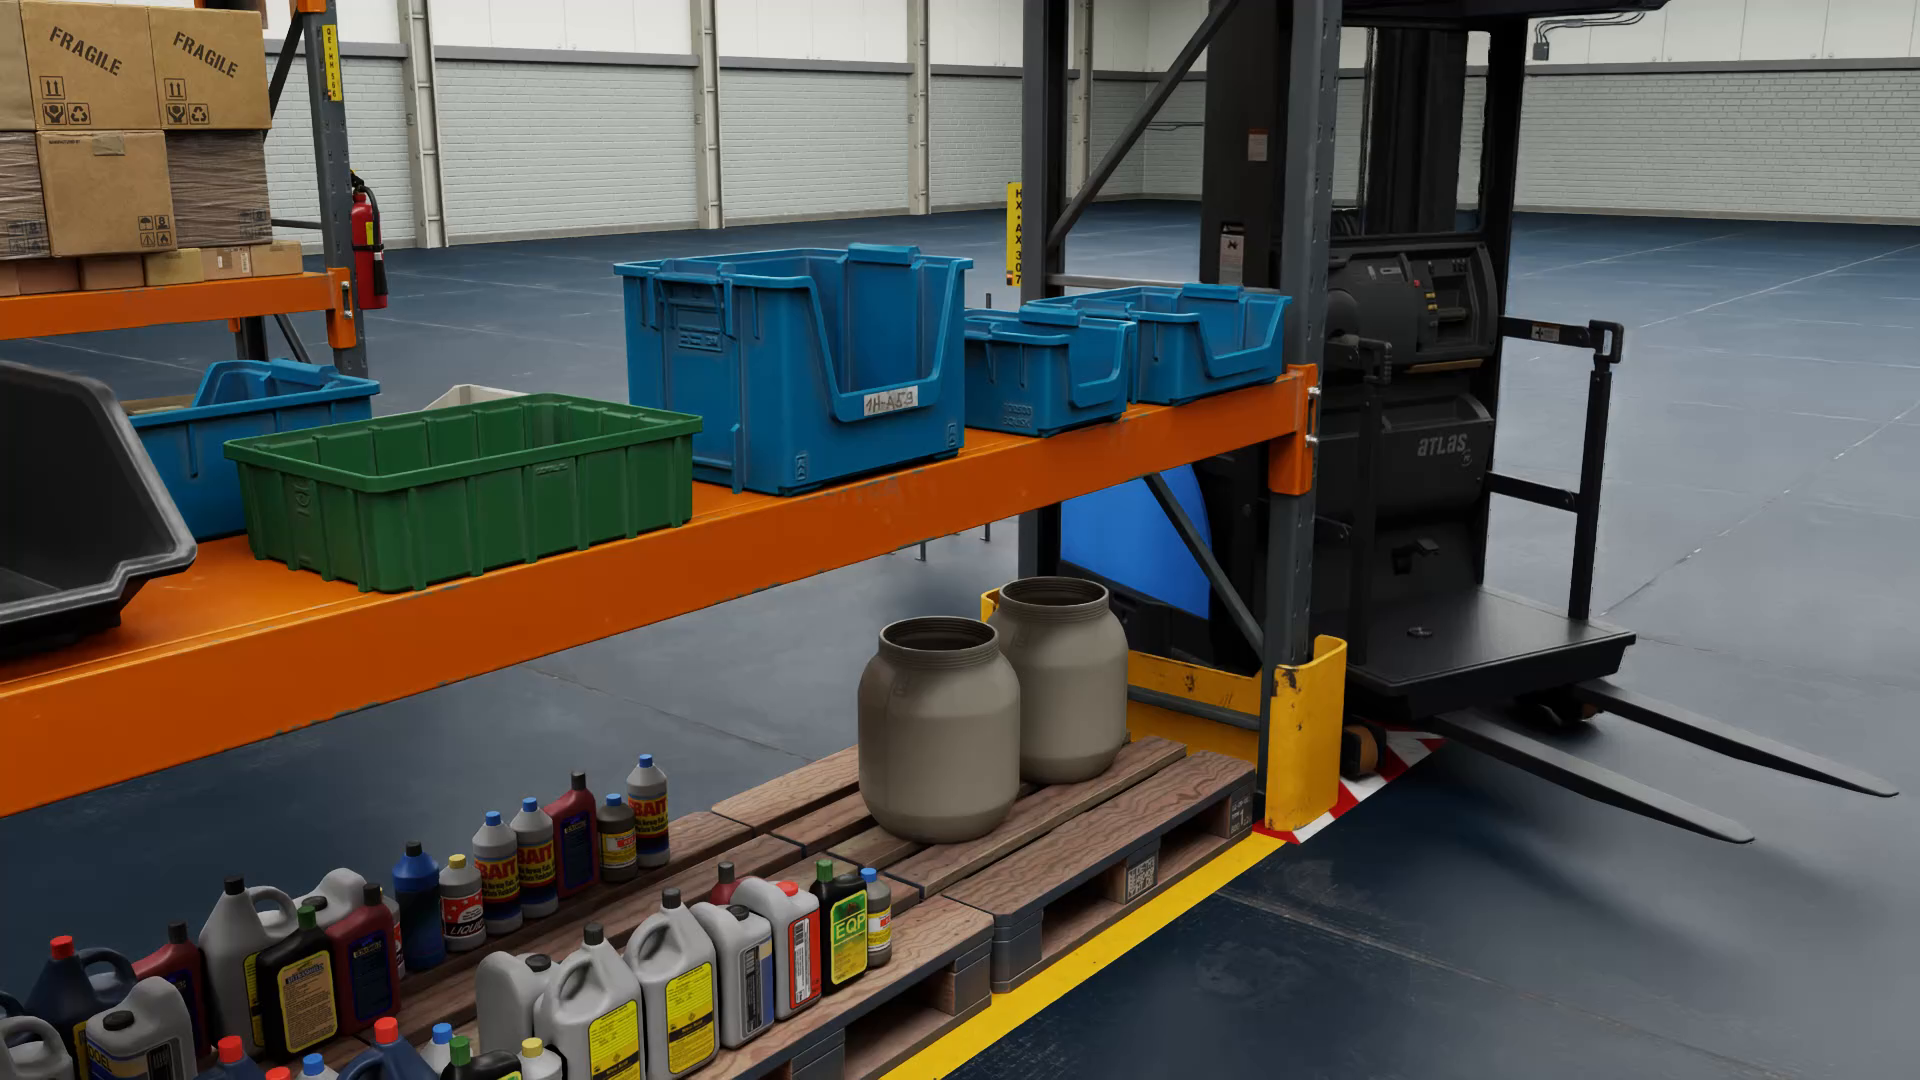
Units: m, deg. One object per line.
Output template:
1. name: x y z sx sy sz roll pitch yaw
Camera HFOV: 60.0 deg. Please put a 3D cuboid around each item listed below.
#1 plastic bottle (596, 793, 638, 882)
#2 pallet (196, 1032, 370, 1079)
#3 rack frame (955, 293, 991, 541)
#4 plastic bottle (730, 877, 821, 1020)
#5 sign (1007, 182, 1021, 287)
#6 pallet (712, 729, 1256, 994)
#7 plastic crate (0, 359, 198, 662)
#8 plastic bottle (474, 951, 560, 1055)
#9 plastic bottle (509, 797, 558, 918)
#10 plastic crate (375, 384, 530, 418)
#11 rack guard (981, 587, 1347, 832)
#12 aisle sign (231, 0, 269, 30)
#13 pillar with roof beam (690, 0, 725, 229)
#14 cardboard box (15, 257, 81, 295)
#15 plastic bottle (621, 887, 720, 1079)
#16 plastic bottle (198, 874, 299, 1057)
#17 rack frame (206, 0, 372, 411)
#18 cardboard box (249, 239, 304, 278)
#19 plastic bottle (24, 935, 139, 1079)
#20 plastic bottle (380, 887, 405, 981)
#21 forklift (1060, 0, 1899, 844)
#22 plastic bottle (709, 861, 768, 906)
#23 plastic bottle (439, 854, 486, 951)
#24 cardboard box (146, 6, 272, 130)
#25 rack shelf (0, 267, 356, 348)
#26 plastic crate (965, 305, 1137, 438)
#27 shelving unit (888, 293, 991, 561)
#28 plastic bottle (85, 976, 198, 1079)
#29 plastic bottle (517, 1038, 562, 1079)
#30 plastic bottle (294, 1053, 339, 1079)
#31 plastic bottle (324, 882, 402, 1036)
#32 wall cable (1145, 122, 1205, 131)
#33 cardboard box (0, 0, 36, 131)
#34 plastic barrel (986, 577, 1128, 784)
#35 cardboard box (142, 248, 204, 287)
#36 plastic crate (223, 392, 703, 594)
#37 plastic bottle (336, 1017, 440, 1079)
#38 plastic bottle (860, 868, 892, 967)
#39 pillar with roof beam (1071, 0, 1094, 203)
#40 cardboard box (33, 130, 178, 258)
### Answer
1. plastic bottle: -0.832 0.713 4.016 0.097 0.201 0.097 0 14 0
2. pallet: -1.444 1.246 2.789 1.003 0.211 1.213 11 18 38
3. rack frame: 0.049 -0.597 8.034 0.240 1.200 0.015 11 18 38
4. plastic bottle: -0.378 0.821 3.437 0.152 0.276 0.135 11 18 38
5. sign: 0.190 -0.969 5.284 0.100 0.325 0.005 11 18 38
6. pallet: 0.090 0.779 4.628 1.003 0.211 1.213 11 18 38
7. plastic crate: -1.471 -0.034 2.290 0.767 0.338 0.504 11 18 38
8. plastic bottle: -0.814 0.898 3.136 0.152 0.276 0.135 11 18 38
9. plastic bottle: -0.982 0.724 3.827 0.097 0.271 0.097 0 14 0
10. plastic crate: -1.075 -0.206 3.376 0.530 0.136 0.437 11 18 38
11. rack guard: 0.604 0.484 5.202 1.175 0.500 0.348 11 18 38
12. aisle sign: -3.431 -2.834 7.907 0.394 0.787 0.004 11 18 38
13. pillar with roof beam: -1.285 -9.511 27.287 9.100 9.000 0.400 11 18 38
14. cardboard box: -3.889 -1.117 6.937 0.380 0.149 0.250 11 18 38
15. plastic bottle: -0.566 0.844 3.195 0.144 0.351 0.185 12 19 40
16. plastic bottle: -1.394 0.821 3.286 0.144 0.351 0.185 11 18 37
17. rack frame: -3.237 -1.516 7.997 1.000 3.000 0.127 11 18 38
18. cardboard box: -3.256 -1.307 7.688 0.380 0.149 0.250 11 18 38
19. plastic bottle: -1.597 0.883 3.042 0.144 0.351 0.185 10 17 35
20. plastic bottle: -1.236 0.836 3.530 0.097 0.201 0.097 0 14 0
21. forklift: 1.527 -0.805 5.338 1.130 2.935 3.031 -8 16 -28
22. plastic bottle: -0.461 0.801 3.500 0.061 0.283 0.133 11 18 38
23. plastic bottle: -1.107 0.797 3.685 0.097 0.201 0.097 0 14 0
24. cardboard box: -3.390 -2.049 7.260 0.500 0.500 0.500 11 18 38
25. rack shelf: -4.494 -0.784 6.578 1.077 0.370 4.000 11 18 38
26. plastic crate: 0.121 -0.412 3.953 0.499 0.251 0.408 11 18 38
27. shelving unit: -0.104 -0.550 7.850 0.258 1.200 0.503 11 18 38
28. plastic bottle: -1.466 0.937 2.980 0.152 0.276 0.135 11 18 38
29. plastic bottle: -0.754 0.983 2.952 0.097 0.201 0.097 0 14 0
30. plastic bottle: -1.071 0.989 2.785 0.097 0.271 0.097 0 14 0
31. plastic bottle: -1.206 0.839 3.350 0.061 0.283 0.133 11 18 38
32. wall cable: 5.789 -11.330 40.754 3.097 2.526 0.112 11 18 38
33. cardboard box: -4.016 -1.857 6.504 0.500 0.500 0.500 11 18 38
34. plastic barrel: 0.261 0.391 4.692 0.421 0.512 0.421 0 14 0
35. cardboard box: -3.530 -1.204 7.280 0.380 0.149 0.250 11 18 38
36. plastic crate: -0.826 -0.097 2.842 0.450 0.188 0.662 11 18 38
37. plastic bottle: -0.950 0.961 2.735 0.144 0.351 0.185 10 18 35
38. plastic bottle: -0.198 0.813 3.619 0.097 0.201 0.097 0 14 0
39. pillar with roof beam: 6.257 -11.810 36.334 9.100 9.000 0.400 11 18 38
40. cardboard box: -3.825 -1.493 7.100 0.875 0.500 0.500 11 18 38
